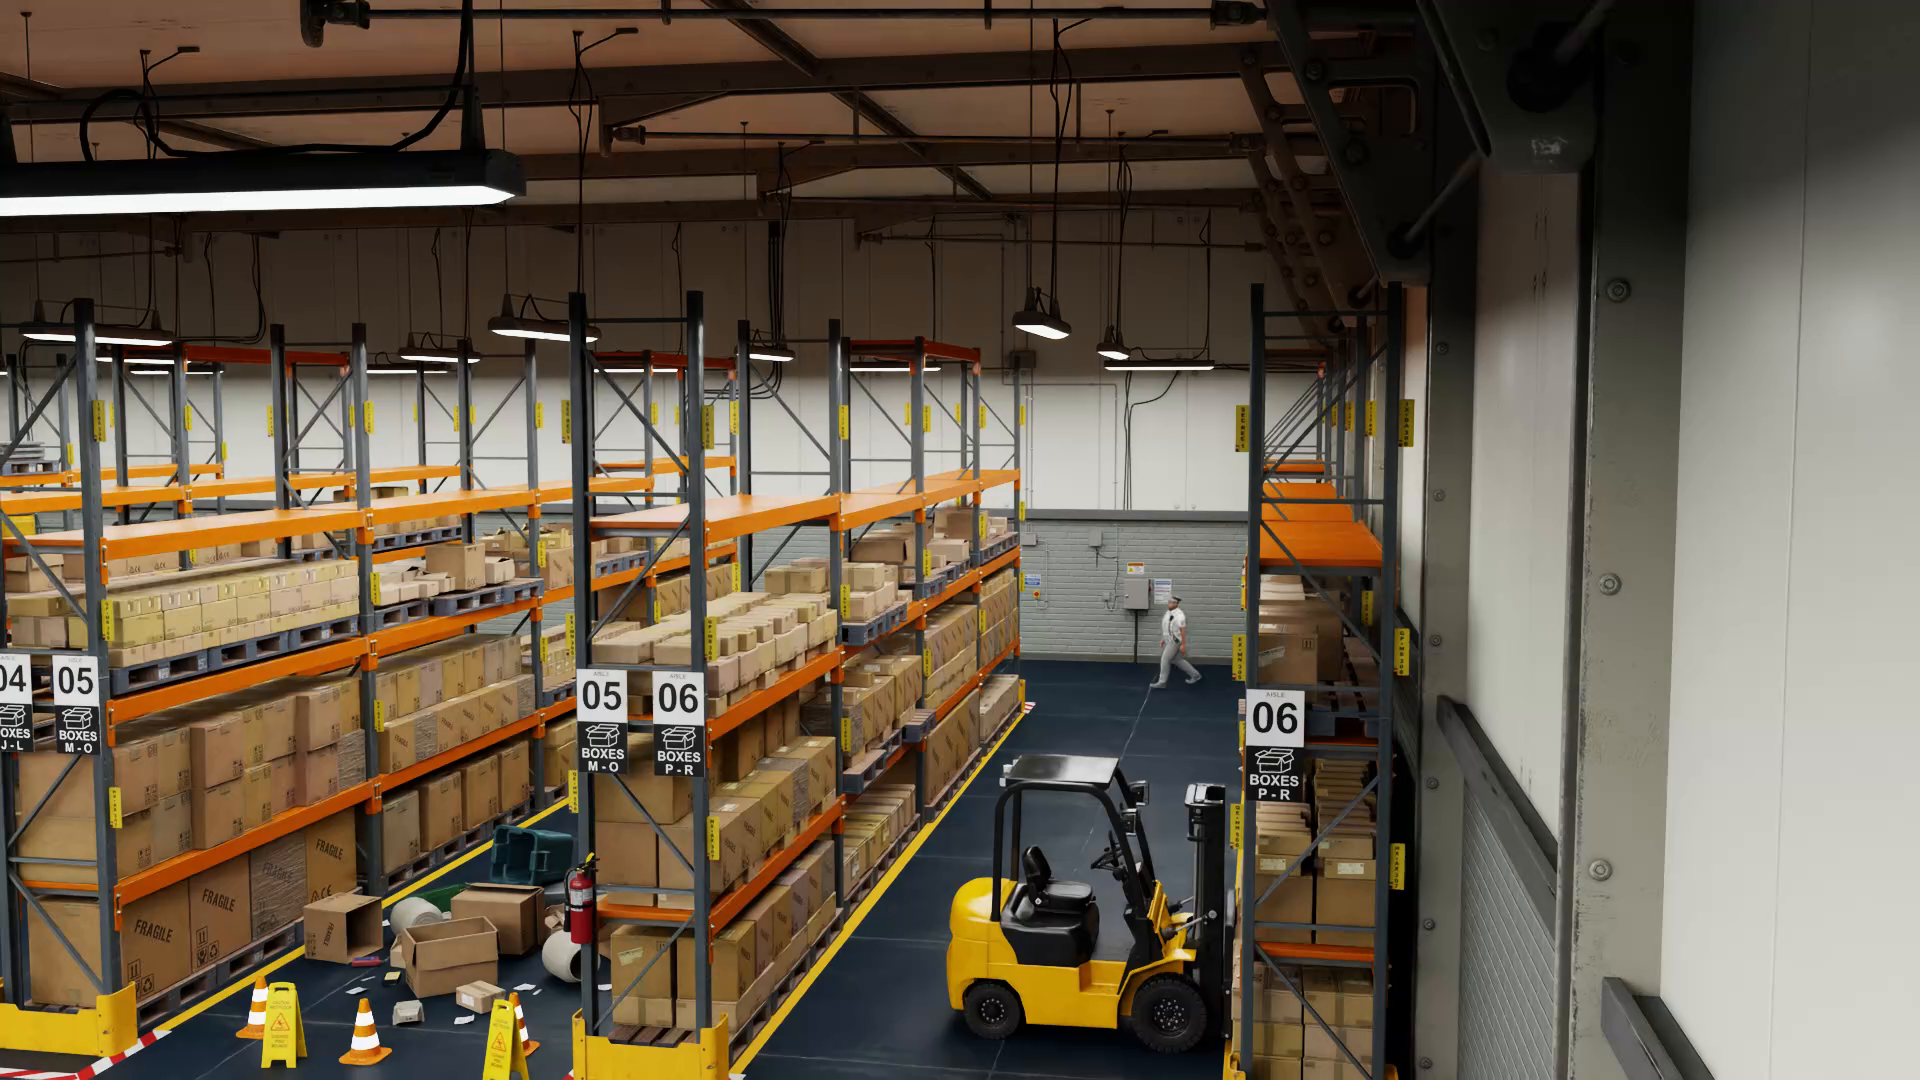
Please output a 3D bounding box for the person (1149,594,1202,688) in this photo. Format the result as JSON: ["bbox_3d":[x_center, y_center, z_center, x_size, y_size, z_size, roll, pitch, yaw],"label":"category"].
[{"bbox_3d":[3.935,1.843,30.467,0.990,1.725,0.534,0,5,-6],"label":"person"}]
